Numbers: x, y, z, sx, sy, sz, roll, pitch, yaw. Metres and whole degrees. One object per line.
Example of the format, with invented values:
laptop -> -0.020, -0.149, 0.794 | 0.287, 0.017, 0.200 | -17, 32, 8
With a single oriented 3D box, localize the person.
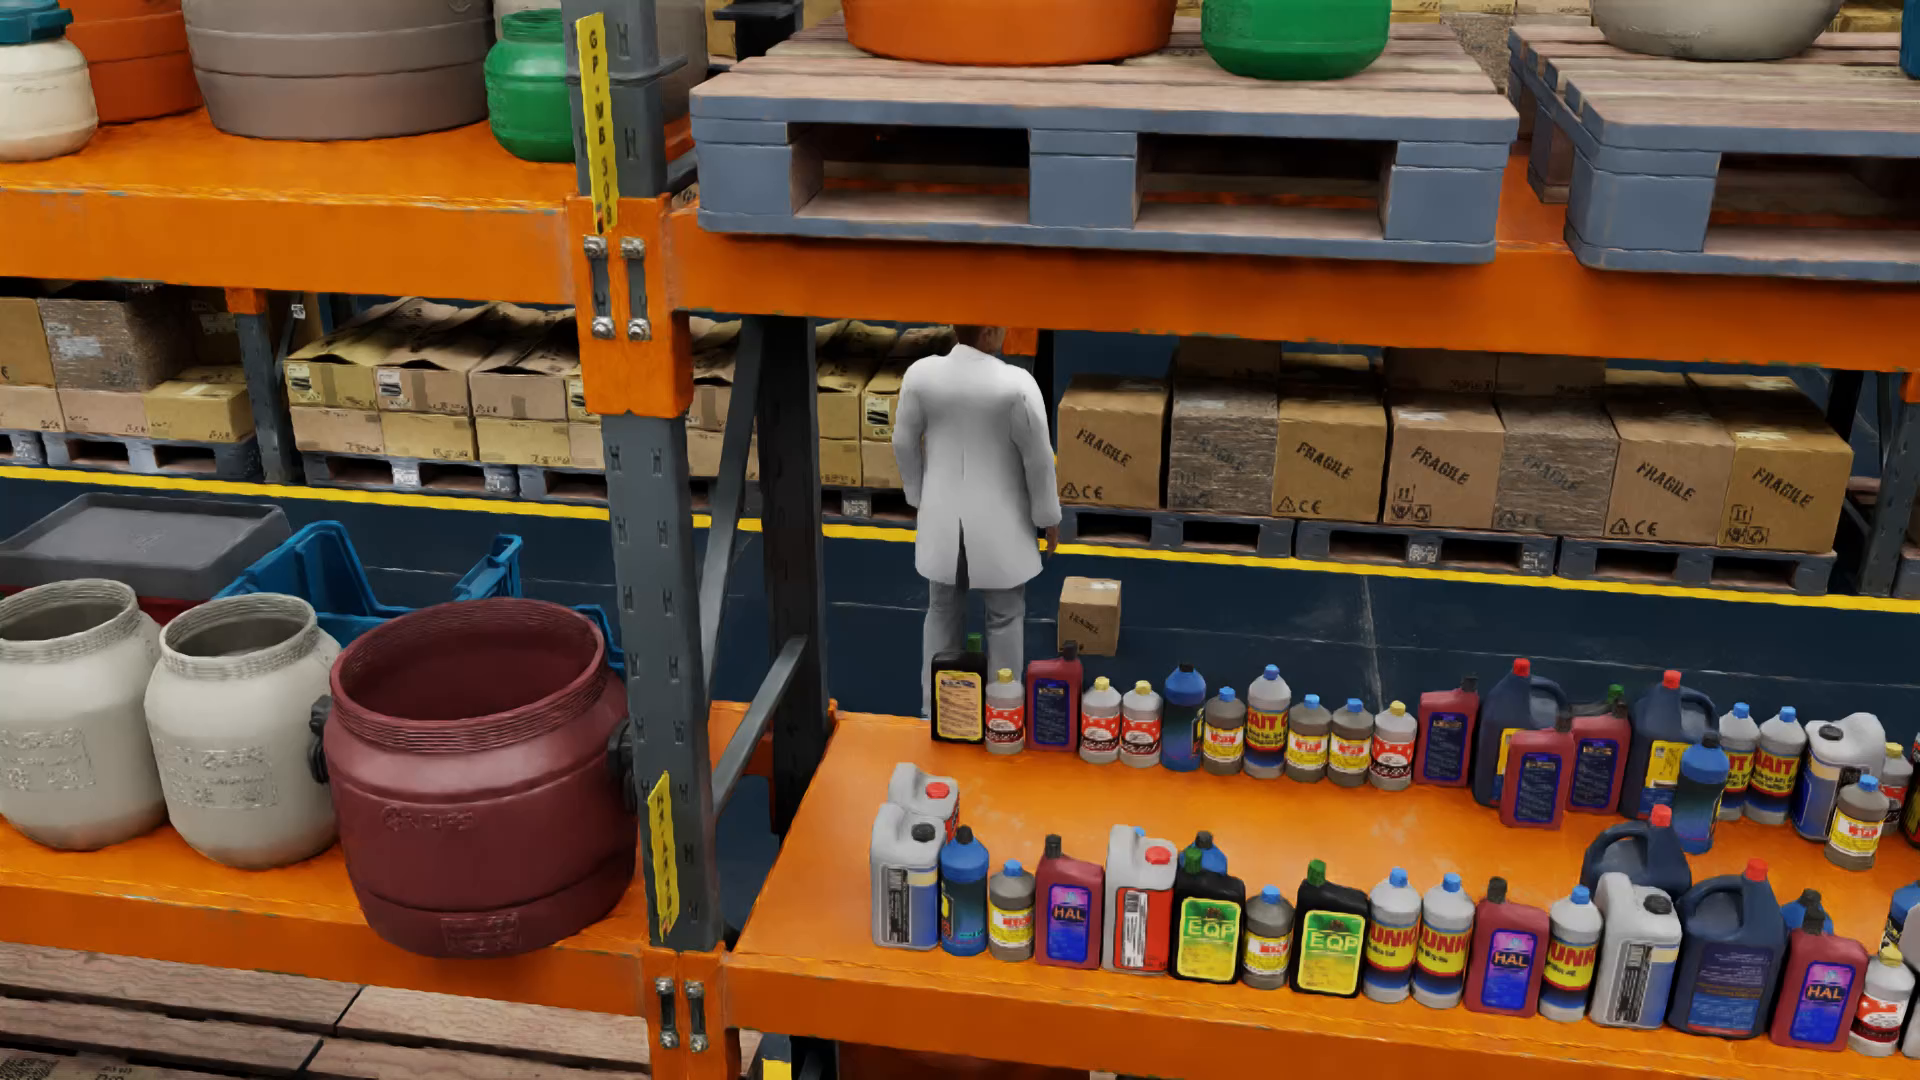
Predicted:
person -> 0.085, -0.083, 6.290 | 0.637, 1.826, 0.433 | 9, 26, 18
